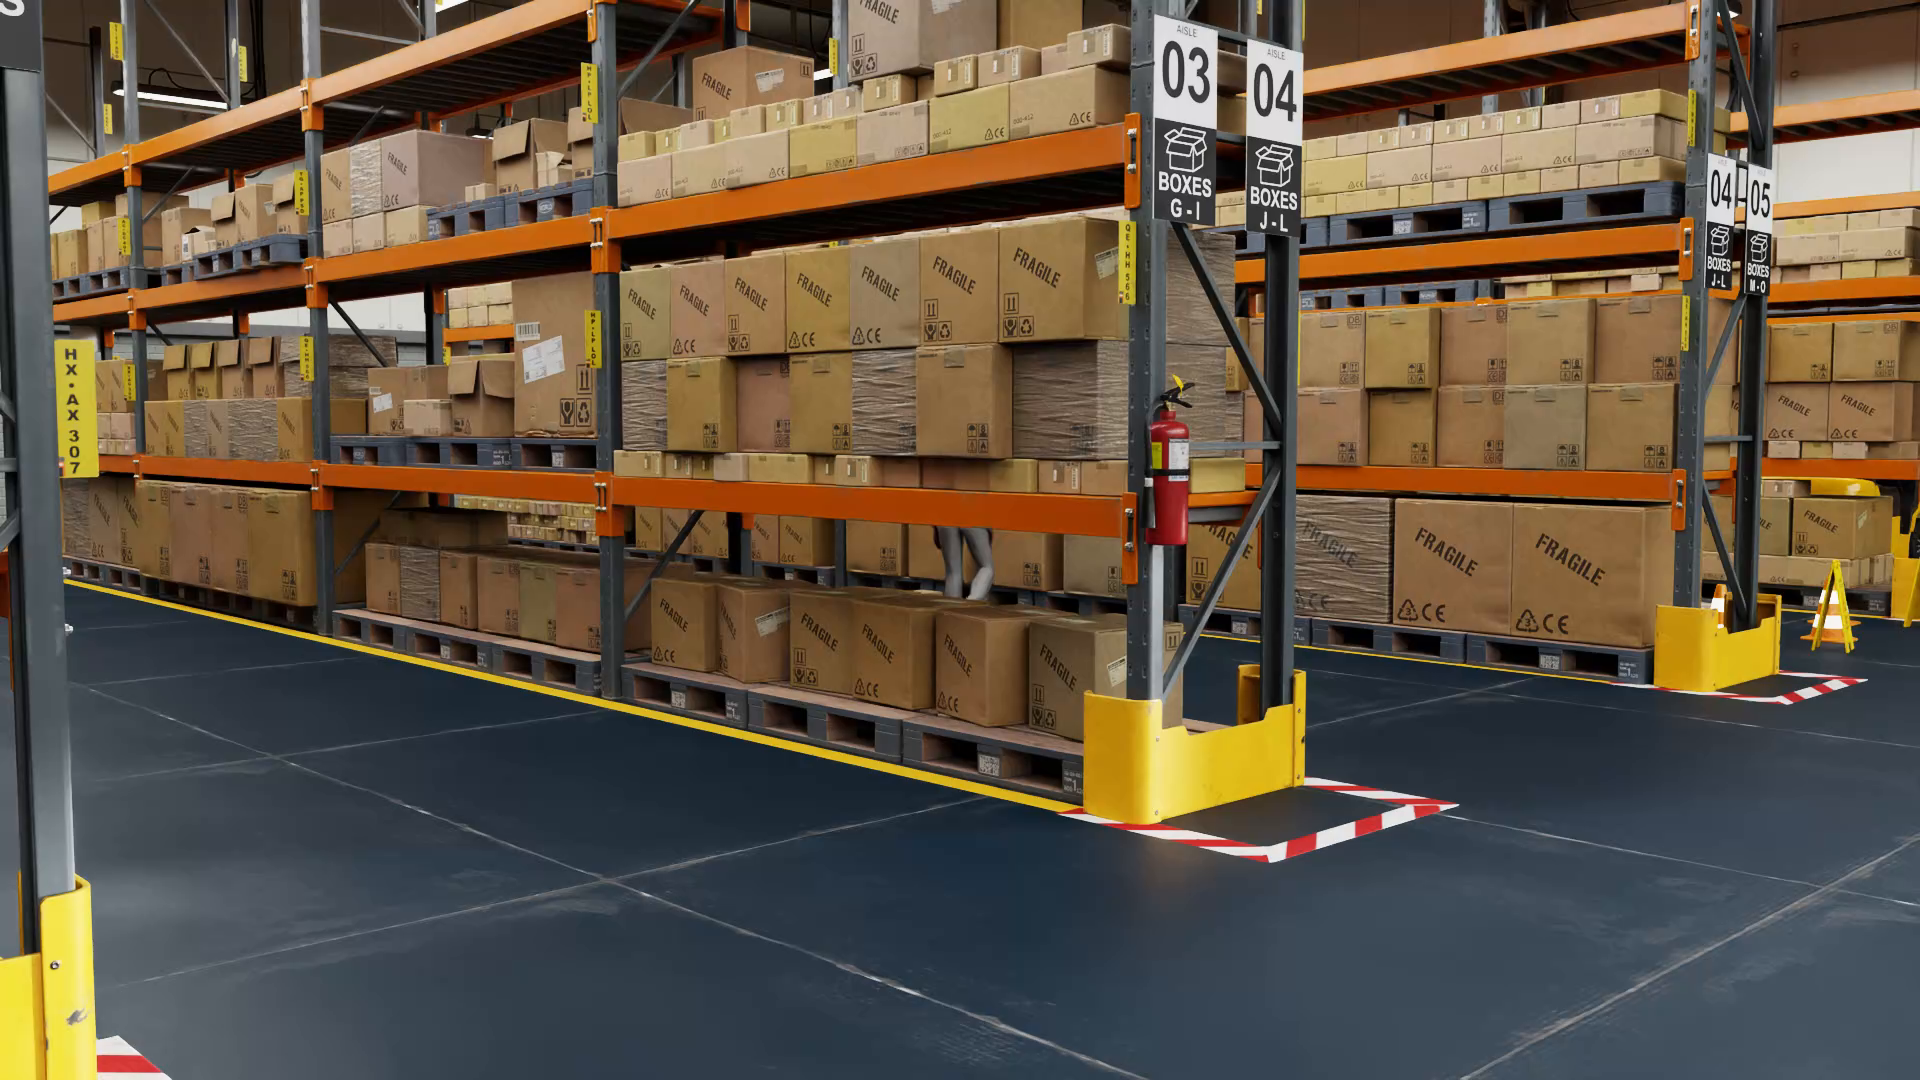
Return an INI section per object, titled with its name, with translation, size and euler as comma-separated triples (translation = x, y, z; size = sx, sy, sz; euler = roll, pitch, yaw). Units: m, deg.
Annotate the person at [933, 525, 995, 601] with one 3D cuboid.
[person]
translation = 0.020, -0.104, 12.320
size = 0.534, 1.665, 0.496
euler = 1, 4, 13
